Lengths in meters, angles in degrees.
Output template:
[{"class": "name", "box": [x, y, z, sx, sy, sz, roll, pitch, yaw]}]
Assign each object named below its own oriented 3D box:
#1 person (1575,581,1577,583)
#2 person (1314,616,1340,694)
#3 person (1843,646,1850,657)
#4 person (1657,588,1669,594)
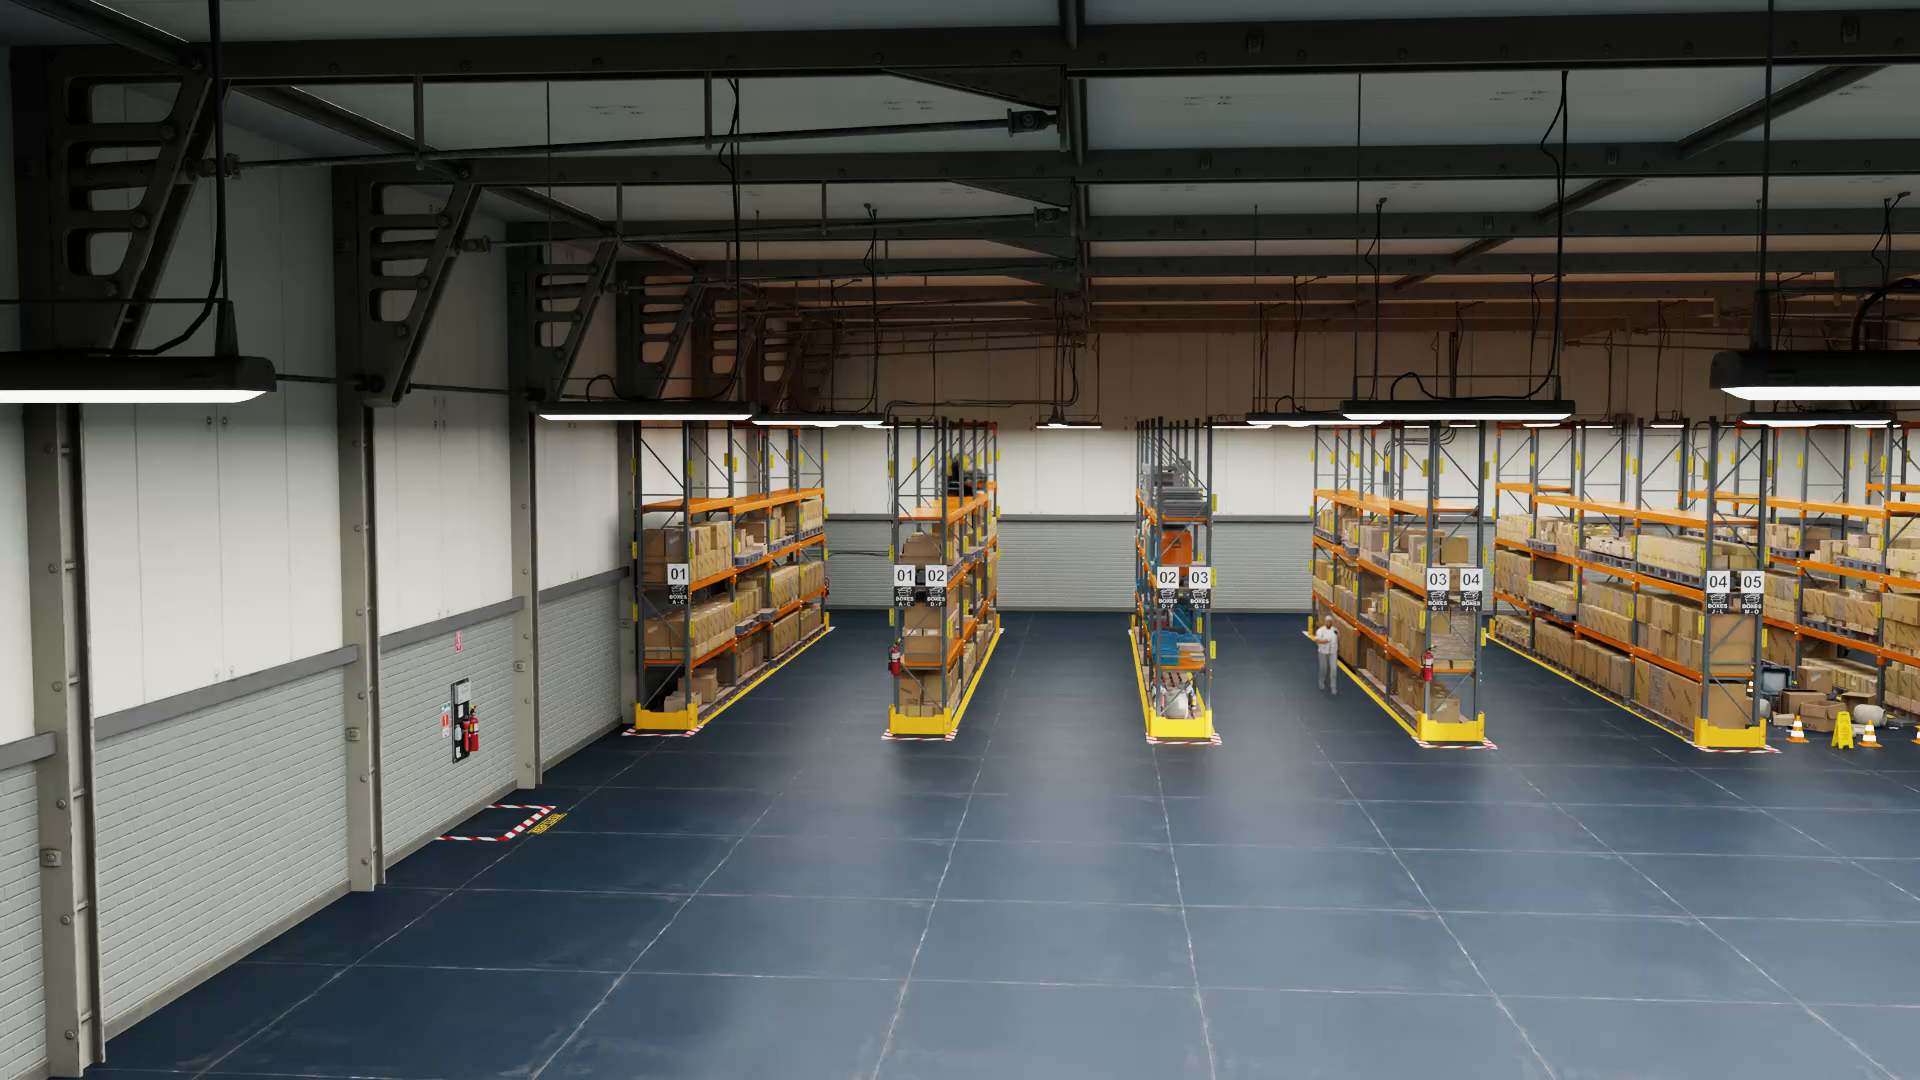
[{"class": "person", "box": [16.796, 1.864, 45.577, 0.633, 1.785, 0.627, 0, 4, -2]}, {"class": "person", "box": [8.038, 2.485, 36.358, 0.583, 1.663, 0.913, 0, 4, 0]}, {"class": "person", "box": [22.237, 2.106, 41.925, 0.657, 1.701, 0.971, 0, 4, -4]}, {"class": "person", "box": [20.025, 1.854, 47.235, 0.797, 1.617, 0.648, 1, 4, 18]}]
